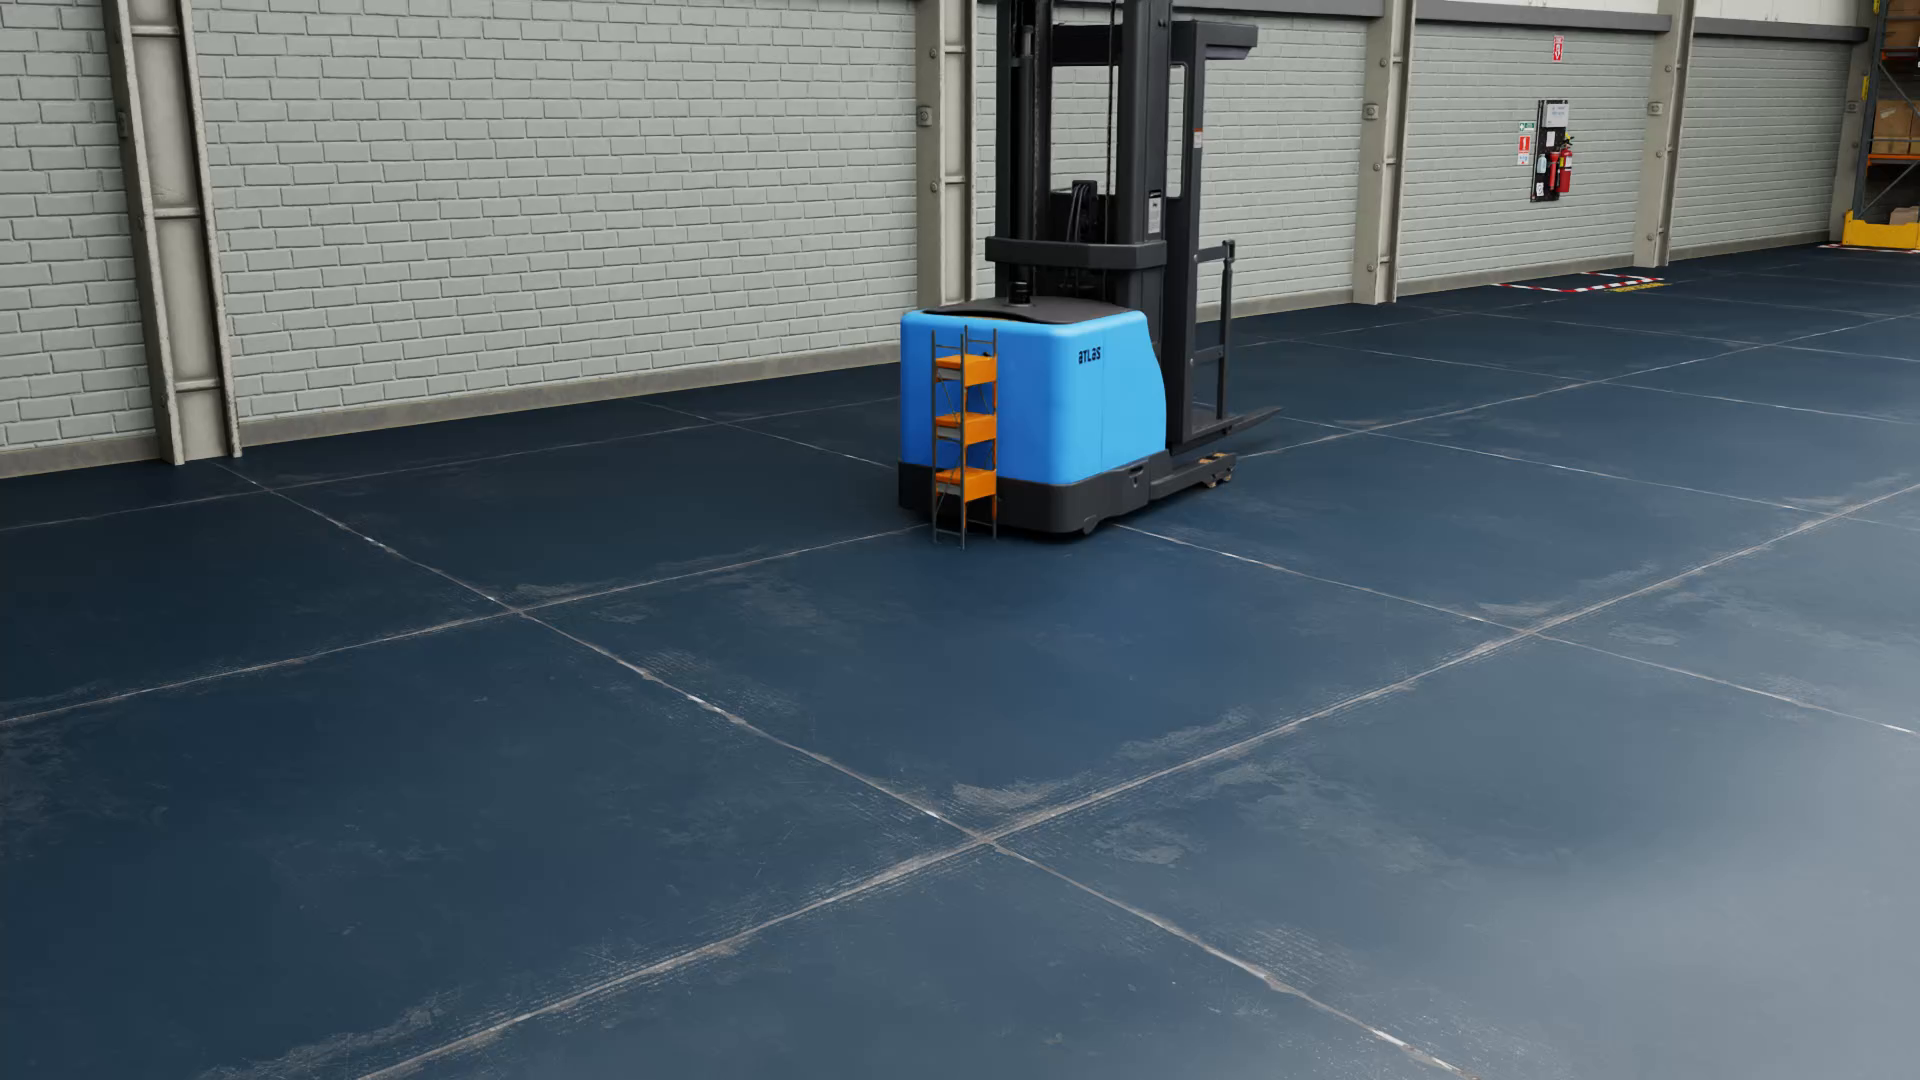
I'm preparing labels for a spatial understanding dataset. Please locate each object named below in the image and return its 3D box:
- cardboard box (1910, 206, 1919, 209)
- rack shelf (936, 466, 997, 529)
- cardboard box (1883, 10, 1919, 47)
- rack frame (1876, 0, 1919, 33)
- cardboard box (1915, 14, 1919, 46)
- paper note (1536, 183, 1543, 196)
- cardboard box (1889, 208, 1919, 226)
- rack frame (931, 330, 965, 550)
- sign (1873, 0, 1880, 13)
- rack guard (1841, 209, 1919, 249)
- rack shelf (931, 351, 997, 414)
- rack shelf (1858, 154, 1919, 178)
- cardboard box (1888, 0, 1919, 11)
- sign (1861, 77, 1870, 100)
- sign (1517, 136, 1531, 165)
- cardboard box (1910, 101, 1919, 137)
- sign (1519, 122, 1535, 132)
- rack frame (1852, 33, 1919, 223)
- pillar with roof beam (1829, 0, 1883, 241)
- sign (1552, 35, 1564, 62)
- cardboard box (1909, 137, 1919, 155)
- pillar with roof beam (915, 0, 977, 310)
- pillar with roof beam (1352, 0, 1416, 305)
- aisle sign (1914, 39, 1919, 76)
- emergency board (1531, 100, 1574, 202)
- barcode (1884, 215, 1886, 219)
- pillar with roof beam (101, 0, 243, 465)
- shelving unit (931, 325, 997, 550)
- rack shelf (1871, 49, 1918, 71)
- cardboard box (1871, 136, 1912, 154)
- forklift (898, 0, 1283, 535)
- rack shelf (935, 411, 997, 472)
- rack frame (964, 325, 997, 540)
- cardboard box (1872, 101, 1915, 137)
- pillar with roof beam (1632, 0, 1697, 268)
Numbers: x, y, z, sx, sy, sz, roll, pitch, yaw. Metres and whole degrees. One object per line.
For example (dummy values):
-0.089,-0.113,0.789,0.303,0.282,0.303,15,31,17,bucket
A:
14.519,-4.847,24.941,0.500,0.311,0.500,-11,18,-35,cardboard box
0.021,-0.221,8.162,0.215,0.259,0.240,12,19,38,rack shelf
13.657,-7.364,23.962,0.500,0.500,0.500,-11,18,-35,cardboard box
13.508,-8.635,23.141,0.127,3.000,1.000,-13,19,-39,rack frame
13.925,-7.252,23.543,0.500,0.500,0.500,-12,19,-38,cardboard box
6.874,-4.154,19.697,0.142,0.148,0.016,-13,19,-39,paper note
14.089,-4.750,24.579,0.500,0.311,0.500,13,20,41,cardboard box
-0.057,-0.476,7.997,0.200,1.050,0.008,12,19,38,rack frame
13.159,-7.725,23.831,0.005,0.325,0.100,-13,19,-39,sign
13.566,-4.542,24.286,0.348,0.500,1.175,-13,19,-39,rack guard
0.021,-0.764,8.017,0.215,0.259,0.240,12,19,38,rack shelf
15.017,-5.728,25.277,4.000,0.370,1.077,-13,19,-39,rack shelf
13.662,-7.851,23.848,0.500,0.500,0.500,-12,19,-37,cardboard box
13.159,-6.561,24.143,0.005,0.325,0.100,-13,19,-39,sign
6.568,-4.540,19.365,0.234,0.329,0.001,-13,19,-39,sign
14.066,-6.059,23.919,0.500,0.500,0.500,-13,19,-39,cardboard box
6.578,-4.795,19.293,0.331,0.109,0.001,-13,19,-39,sign
13.508,-5.737,23.916,0.127,3.000,1.000,-13,19,-39,rack frame
16.295,-8.084,21.078,0.400,9.000,9.100,-13,19,-39,pillar with roof beam
6.982,-5.734,19.414,0.199,0.298,0.001,-13,19,-39,sign
14.085,-5.695,24.010,0.500,0.250,0.500,-13,20,-41,cardboard box
2.716,-5.035,9.663,0.400,9.000,9.100,-13,19,-39,pillar with roof beam
7.242,-6.052,13.468,0.400,9.000,9.100,-13,19,-39,pillar with roof beam
13.651,-6.922,23.316,0.004,0.787,0.394,-13,19,-39,aisle sign
7.053,-4.596,19.645,0.643,1.169,0.194,-13,19,-39,emergency board
13.840,-4.836,24.881,0.075,0.075,0.001,-13,19,-39,barcode
-1.811,-4.019,5.857,0.400,9.000,9.100,-13,19,-39,pillar with roof beam
0.021,-0.500,8.087,0.215,1.050,0.252,12,19,38,shelving unit
15.017,-7.178,24.890,4.000,0.370,1.077,-13,19,-39,rack shelf
13.734,-5.791,24.370,0.500,0.250,0.500,-12,19,-39,cardboard box
0.924,-1.768,9.189,1.130,2.935,3.031,10,18,33,forklift
0.021,-0.490,8.090,0.215,0.259,0.240,12,19,38,rack shelf
0.100,-0.524,8.177,0.200,1.050,0.008,12,19,38,rack frame
13.724,-6.158,24.289,0.500,0.500,0.500,-13,20,-40,cardboard box
11.768,-7.068,17.273,0.400,9.000,9.100,-13,19,-39,pillar with roof beam
